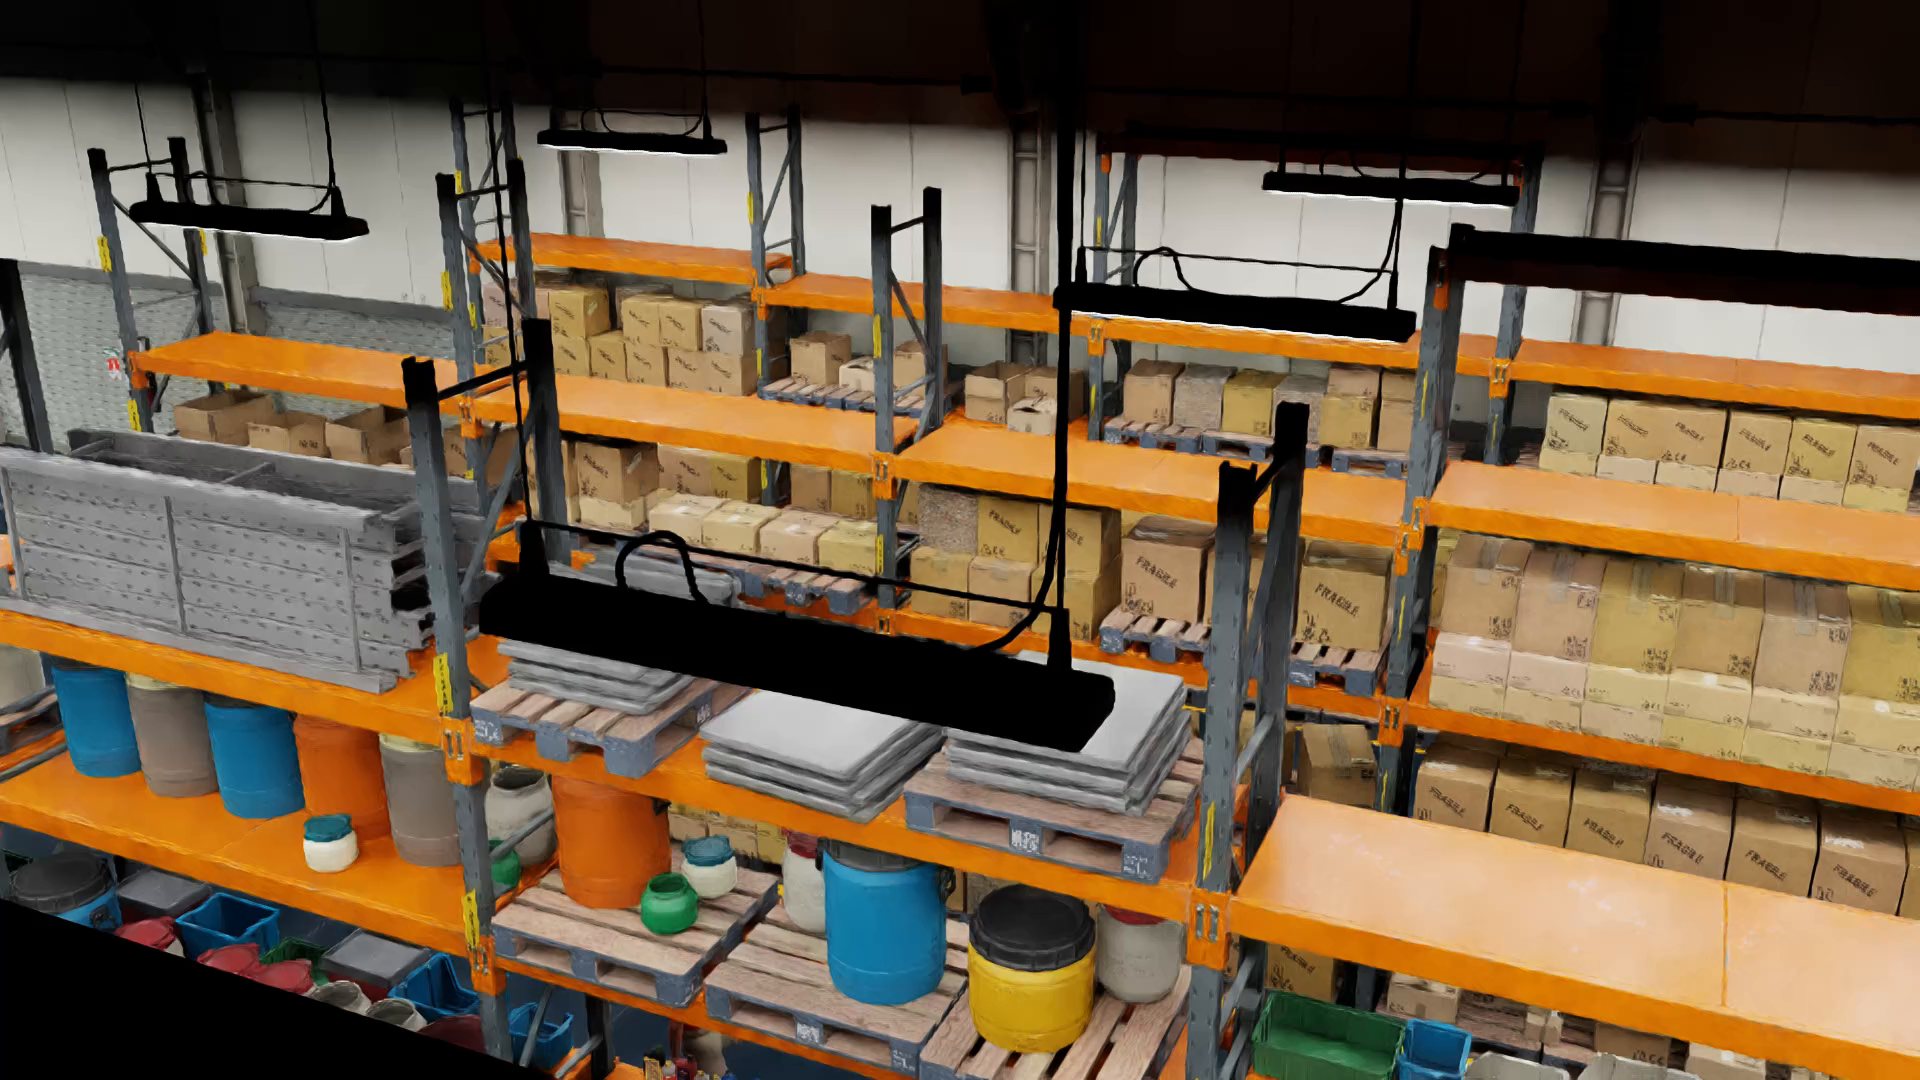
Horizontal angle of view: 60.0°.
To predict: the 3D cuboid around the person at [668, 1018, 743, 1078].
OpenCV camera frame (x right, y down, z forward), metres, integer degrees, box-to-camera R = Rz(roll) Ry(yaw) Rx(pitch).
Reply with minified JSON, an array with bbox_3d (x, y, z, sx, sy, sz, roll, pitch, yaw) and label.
[{"bbox_3d":[-1.812,3.357,11.338,1.109,1.641,0.546,10,23,25],"label":"person"}]
